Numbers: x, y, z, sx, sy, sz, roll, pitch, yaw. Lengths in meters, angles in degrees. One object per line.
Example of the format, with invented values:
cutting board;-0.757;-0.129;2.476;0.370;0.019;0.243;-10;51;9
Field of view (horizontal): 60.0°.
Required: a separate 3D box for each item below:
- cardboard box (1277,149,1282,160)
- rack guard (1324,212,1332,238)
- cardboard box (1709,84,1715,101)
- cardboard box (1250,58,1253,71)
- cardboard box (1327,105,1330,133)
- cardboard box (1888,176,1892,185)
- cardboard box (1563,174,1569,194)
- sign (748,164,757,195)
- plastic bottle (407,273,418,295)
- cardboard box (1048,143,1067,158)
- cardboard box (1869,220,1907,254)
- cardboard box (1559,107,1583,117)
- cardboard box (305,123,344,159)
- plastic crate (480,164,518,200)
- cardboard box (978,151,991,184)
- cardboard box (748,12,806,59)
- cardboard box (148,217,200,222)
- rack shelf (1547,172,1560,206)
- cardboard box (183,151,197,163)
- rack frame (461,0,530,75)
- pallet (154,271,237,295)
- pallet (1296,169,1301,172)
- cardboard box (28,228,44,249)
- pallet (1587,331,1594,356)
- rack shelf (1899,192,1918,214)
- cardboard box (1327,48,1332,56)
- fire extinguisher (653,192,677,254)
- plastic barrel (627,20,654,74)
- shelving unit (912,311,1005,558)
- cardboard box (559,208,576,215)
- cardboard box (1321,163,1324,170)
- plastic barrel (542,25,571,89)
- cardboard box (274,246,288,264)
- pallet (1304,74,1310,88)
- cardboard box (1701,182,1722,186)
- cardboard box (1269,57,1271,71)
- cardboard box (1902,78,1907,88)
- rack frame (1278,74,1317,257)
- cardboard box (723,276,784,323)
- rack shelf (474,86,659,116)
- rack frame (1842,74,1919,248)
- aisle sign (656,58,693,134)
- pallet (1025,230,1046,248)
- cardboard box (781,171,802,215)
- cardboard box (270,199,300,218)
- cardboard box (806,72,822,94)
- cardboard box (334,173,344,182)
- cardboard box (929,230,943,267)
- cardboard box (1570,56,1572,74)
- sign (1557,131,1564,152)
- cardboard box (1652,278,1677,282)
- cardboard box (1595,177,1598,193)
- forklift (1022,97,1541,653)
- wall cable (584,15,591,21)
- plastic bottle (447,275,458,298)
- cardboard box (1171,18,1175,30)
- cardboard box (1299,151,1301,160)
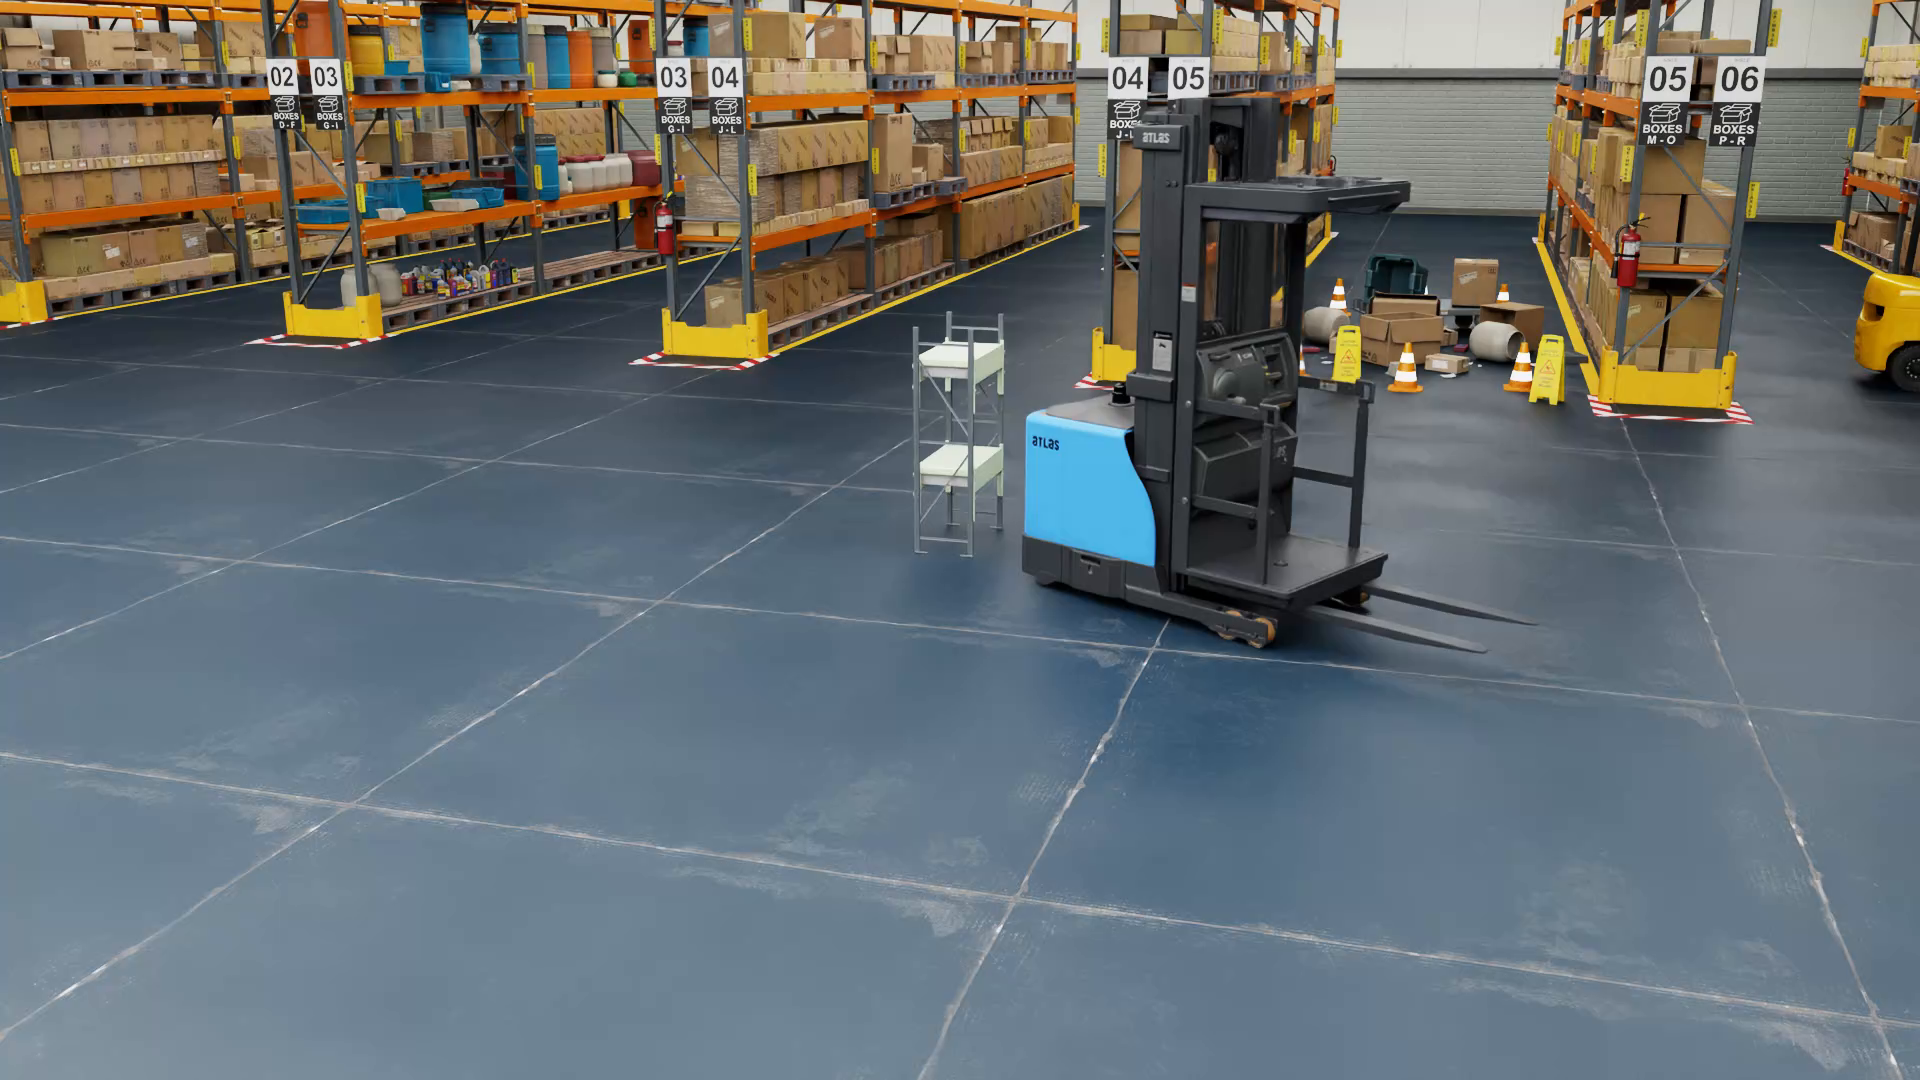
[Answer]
cardboard box;4.554;-5.670;24.424;0.380;0.149;0.250;5;16;16
rack guard;6.488;-6.066;31.800;1.175;0.500;0.348;5;16;16
cardboard box;7.143;-4.129;15.353;0.380;0.149;0.250;5;16;16
cardboard box;3.159;-5.468;19.120;0.380;0.149;0.250;5;17;17
cardboard box;6.474;-7.689;30.381;0.500;0.500;0.500;4;16;14
cardboard box;14.960;-5.689;26.351;0.380;0.149;0.250;5;17;17
cardboard box;9.312;-5.320;24.862;0.500;0.250;0.500;4;16;15
sign;-2.244;-3.888;17.954;0.100;0.325;0.005;5;16;16
plastic bottle;-7.211;-3.373;21.896;0.061;0.283;0.133;5;16;16
cardboard box;1.754;-7.491;31.971;0.500;0.250;0.500;4;16;15
cardboard box;15.204;-4.902;26.926;0.700;0.500;0.500;4;16;14
cardboard box;10.437;-7.299;28.360;0.380;0.149;0.250;4;16;15
cardboard box;-13.219;-8.281;34.479;0.980;0.700;0.700;4;16;14
plastic crate;-6.532;-5.126;23.786;0.402;0.464;0.583;5;16;16
cardboard box;0.195;-6.030;26.910;0.500;0.500;0.500;4;16;15
cardboard box;-2.084;-5.756;18.984;0.500;0.500;0.500;5;16;16
cardboard box;-11.556;-4.472;24.495;0.500;0.500;0.500;5;16;16
rack shelf;10.716;-6.062;28.523;1.077;0.370;4.000;5;16;16
cardboard box;-11.141;-5.469;23.741;0.380;0.149;0.250;4;16;14
rack frame;-6.376;-7.831;22.446;1.000;3.000;0.127;5;16;16
pallet;-11.391;-3.783;24.280;1.003;0.211;1.213;5;16;16
pallet;5.016;-5.961;27.201;1.003;0.211;1.213;5;16;16
cardboard box;-15.583;-5.055;27.428;0.700;0.500;0.500;4;16;15
pallet;7.717;-2.272;18.952;1.003;0.211;1.213;5;16;16
rack shelf;14.339;-4.632;23.480;1.077;0.370;4.000;5;16;16
cardboard box;6.489;-8.781;29.920;0.380;0.149;0.250;5;17;17
fire extinguisher;-3.239;-3.482;18.252;0.296;0.674;0.183;5;16;16
plastic barrel;-5.076;-7.991;26.951;0.600;0.830;0.708;5;16;16
shelving unit;-0.002;-0.720;11.119;0.431;1.500;0.755;5;16;16
cardboard box;-8.322;-6.925;34.016;0.797;0.503;0.637;5;16;16
cardboard box;6.474;-6.863;30.489;0.380;0.149;0.250;5;17;17
plastic barrel;-6.068;-7.121;24.522;0.600;0.901;0.708;5;16;16
cardboard box;-10.626;-4.429;25.715;0.500;0.250;0.500;5;17;17
pallet;4.803;-7.170;25.958;1.213;0.211;1.003;5;16;16
cardboard box;7.562;-3.442;17.238;0.500;0.500;0.500;4;16;15
cardboard box;3.834;-6.251;21.667;0.396;0.266;0.258;5;16;16
cardboard box;14.958;-7.137;25.959;0.380;0.149;0.250;5;16;16
rack frame;5.373;-6.242;27.840;1.000;3.000;0.127;5;16;16
cardboard box;-2.434;-2.834;19.637;0.500;0.500;0.500;10;18;30
rack shelf;-5.808;-6.565;24.798;1.077;0.370;4.000;5;16;16
rack frame;16.044;-6.547;28.916;1.000;3.000;0.127;5;16;16
aisle sign;-3.070;-4.772;17.891;0.394;0.787;0.004;5;16;16
pallet;0.937;-5.505;30.350;1.003;0.211;1.213;5;16;16
cardboard box;-2.371;-4.114;19.610;0.875;0.500;0.500;5;16;16
cardboard box;-13.662;-6.793;32.953;0.750;0.750;0.750;5;17;17
cardboard box;-1.951;-5.392;19.620;0.500;0.250;0.500;5;17;18
cardboard box;-10.296;-5.917;27.154;0.380;0.149;0.250;6;17;20
cardboard box;-0.662;-4.439;25.257;0.700;0.500;0.500;4;16;13
cardboard box;9.669;-7.361;25.766;0.396;0.266;0.258;4;16;15
sign;9.615;-6.382;26.601;0.100;0.325;0.005;5;16;16
cardboard box;7.676;-2.589;17.857;0.500;0.500;0.500;6;17;19
cardboard box;7.785;-4.324;19.578;0.500;0.500;0.500;4;16;15
forklift;1.803;-0.972;9.385;3.031;2.935;1.130;14;21;41
wall cable;-7.921;-13.916;40.337;3.097;2.526;0.112;5;16;16
plastic bottle;-6.617;-3.311;21.676;0.061;0.283;0.133;5;17;17
cardboard box;2.094;-5.506;17.793;0.380;0.149;0.250;4;16;15
cardboard box;5.302;-6.213;26.884;0.380;0.149;0.250;5;17;18
